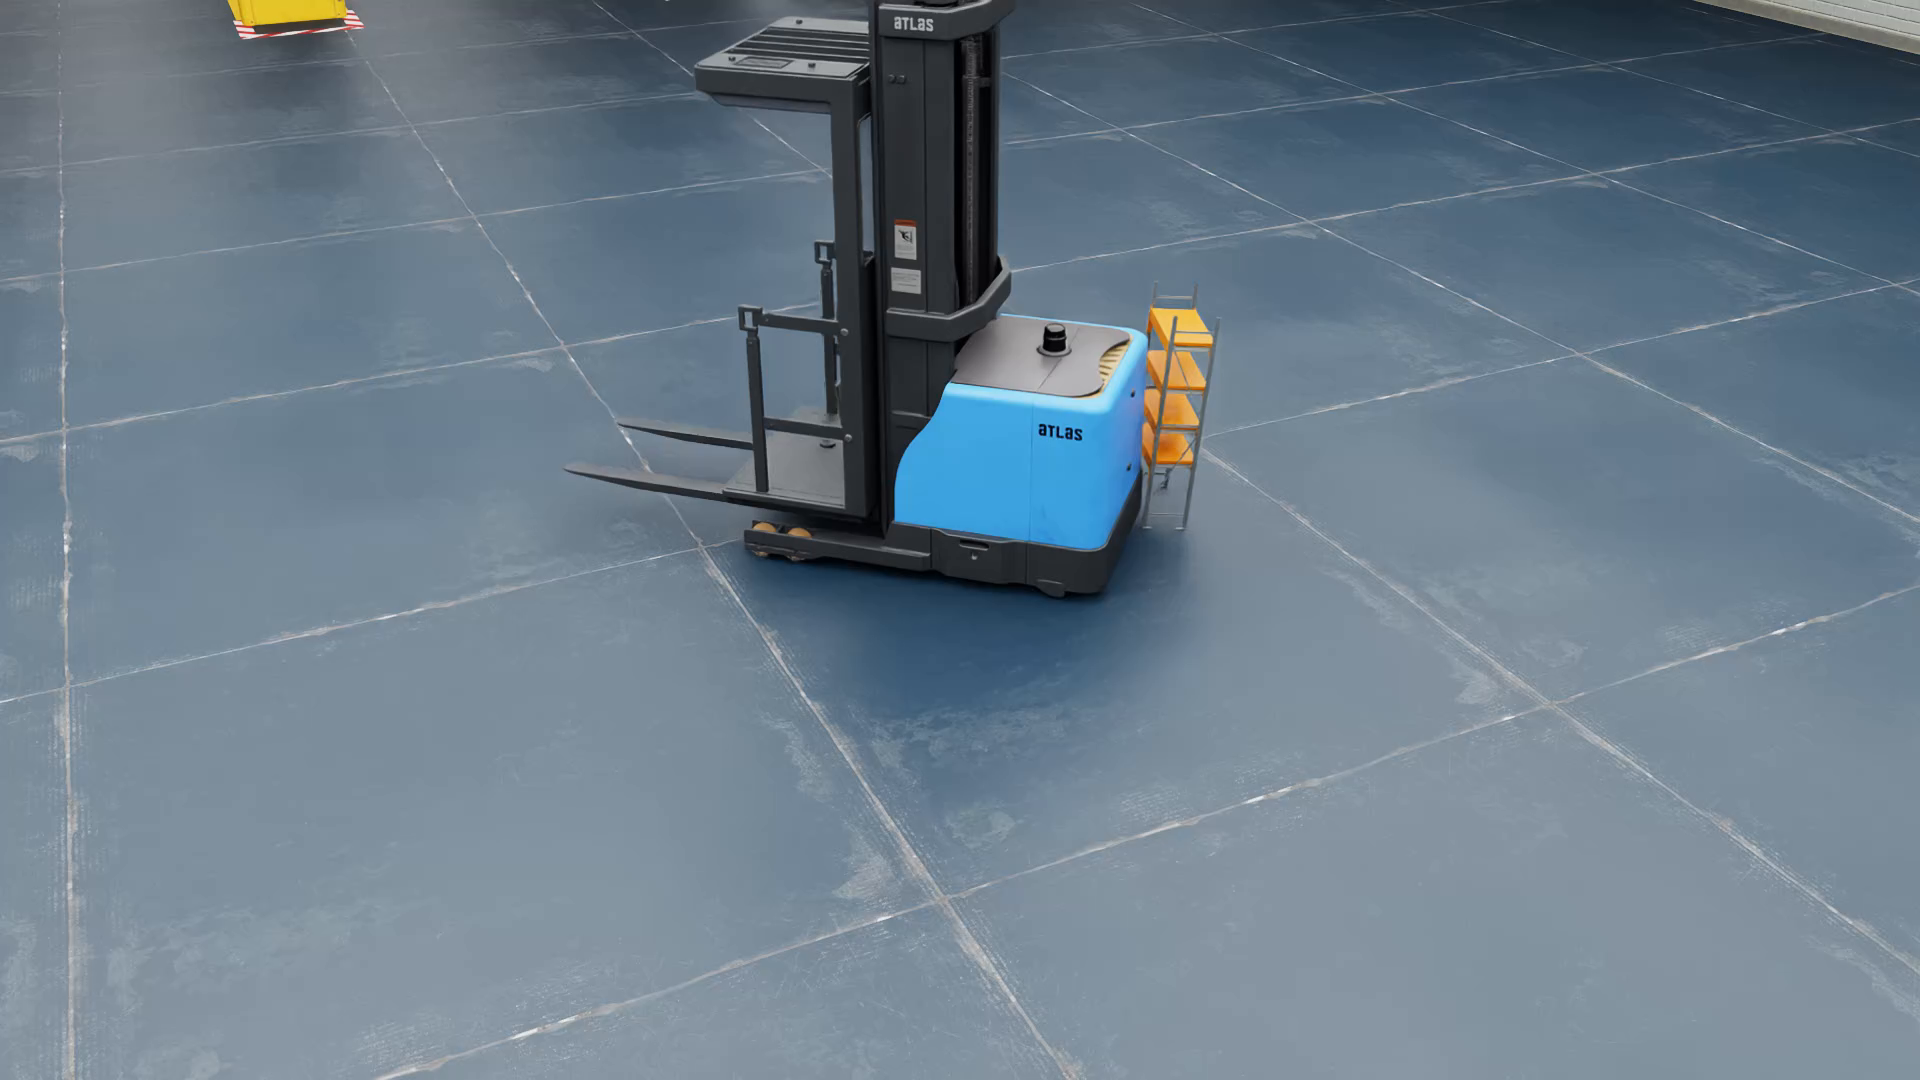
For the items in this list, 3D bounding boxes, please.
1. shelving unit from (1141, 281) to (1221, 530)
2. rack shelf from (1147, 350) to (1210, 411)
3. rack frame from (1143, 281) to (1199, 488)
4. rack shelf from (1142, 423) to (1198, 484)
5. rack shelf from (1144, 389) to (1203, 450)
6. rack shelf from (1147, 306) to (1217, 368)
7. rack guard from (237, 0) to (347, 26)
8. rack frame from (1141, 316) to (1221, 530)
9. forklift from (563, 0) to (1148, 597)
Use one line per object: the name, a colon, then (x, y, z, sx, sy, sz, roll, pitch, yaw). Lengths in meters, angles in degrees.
shelving unit: (1.106, -0.702, 8.756, 0.258, 1.200, 0.503, 1, 29, -7)
rack shelf: (1.119, -0.839, 8.681, 0.258, 0.148, 0.480, 1, 29, -7)
rack frame: (1.083, -0.821, 8.968, 0.240, 1.200, 0.015, 1, 29, -7)
rack shelf: (1.085, -0.470, 8.884, 0.258, 0.148, 0.480, 1, 29, -7)
rack shelf: (1.101, -0.644, 8.789, 0.258, 0.148, 0.480, 1, 29, -7)
rack shelf: (1.138, -1.045, 8.567, 0.258, 0.148, 0.480, 1, 29, -7)
rack guard: (-7.934, -6.433, 19.711, 1.175, 0.500, 0.348, -13, 32, -22)
rack frame: (1.130, -0.584, 8.545, 0.240, 1.200, 0.015, 1, 29, -7)
forklift: (-0.604, -1.405, 8.259, 3.031, 2.935, 1.130, 9, 30, 15)
